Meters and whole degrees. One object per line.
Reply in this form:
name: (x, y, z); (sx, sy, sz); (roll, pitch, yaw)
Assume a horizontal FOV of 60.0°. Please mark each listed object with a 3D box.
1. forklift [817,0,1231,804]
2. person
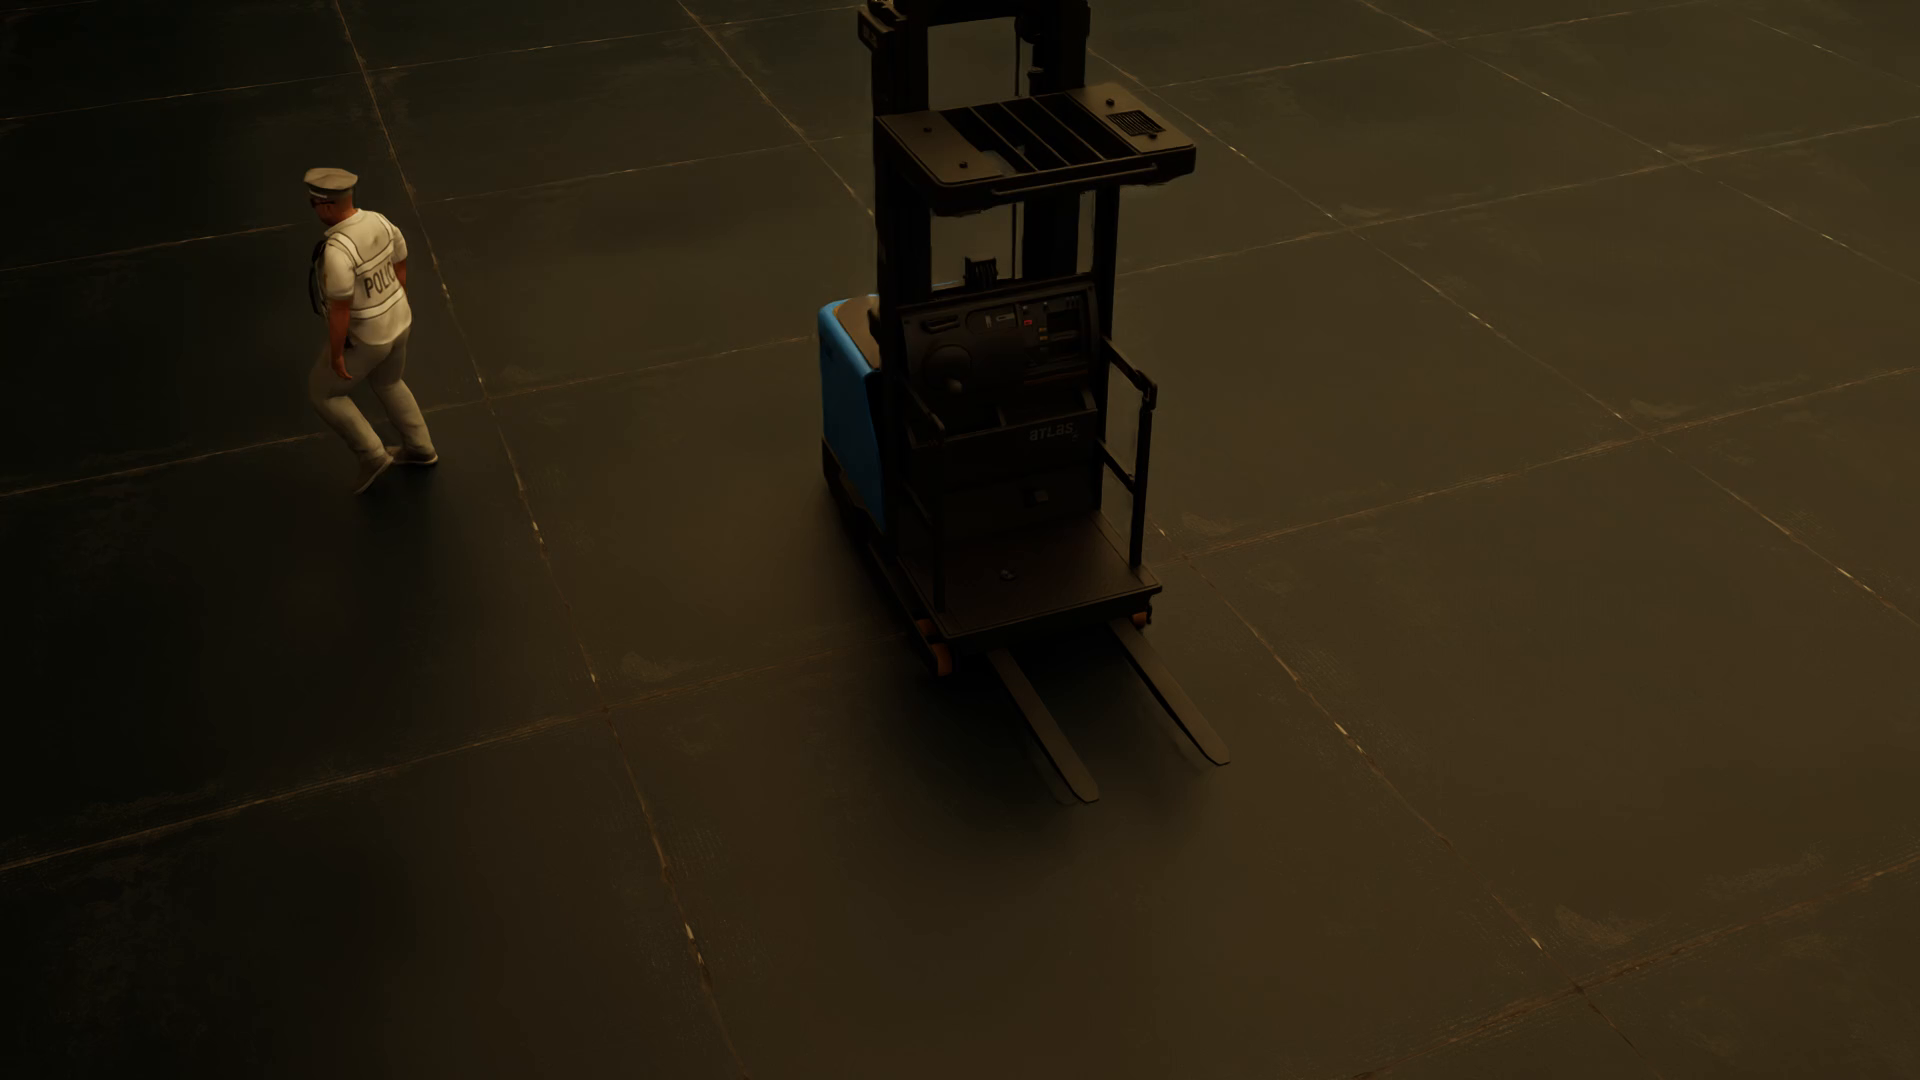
forklift: (0.268, -0.833, 7.269); (1.130, 2.935, 3.031); (-13, 37, -17)
person: (-3.144, -1.092, 8.698); (0.496, 1.771, 0.650); (7, 36, 10)
